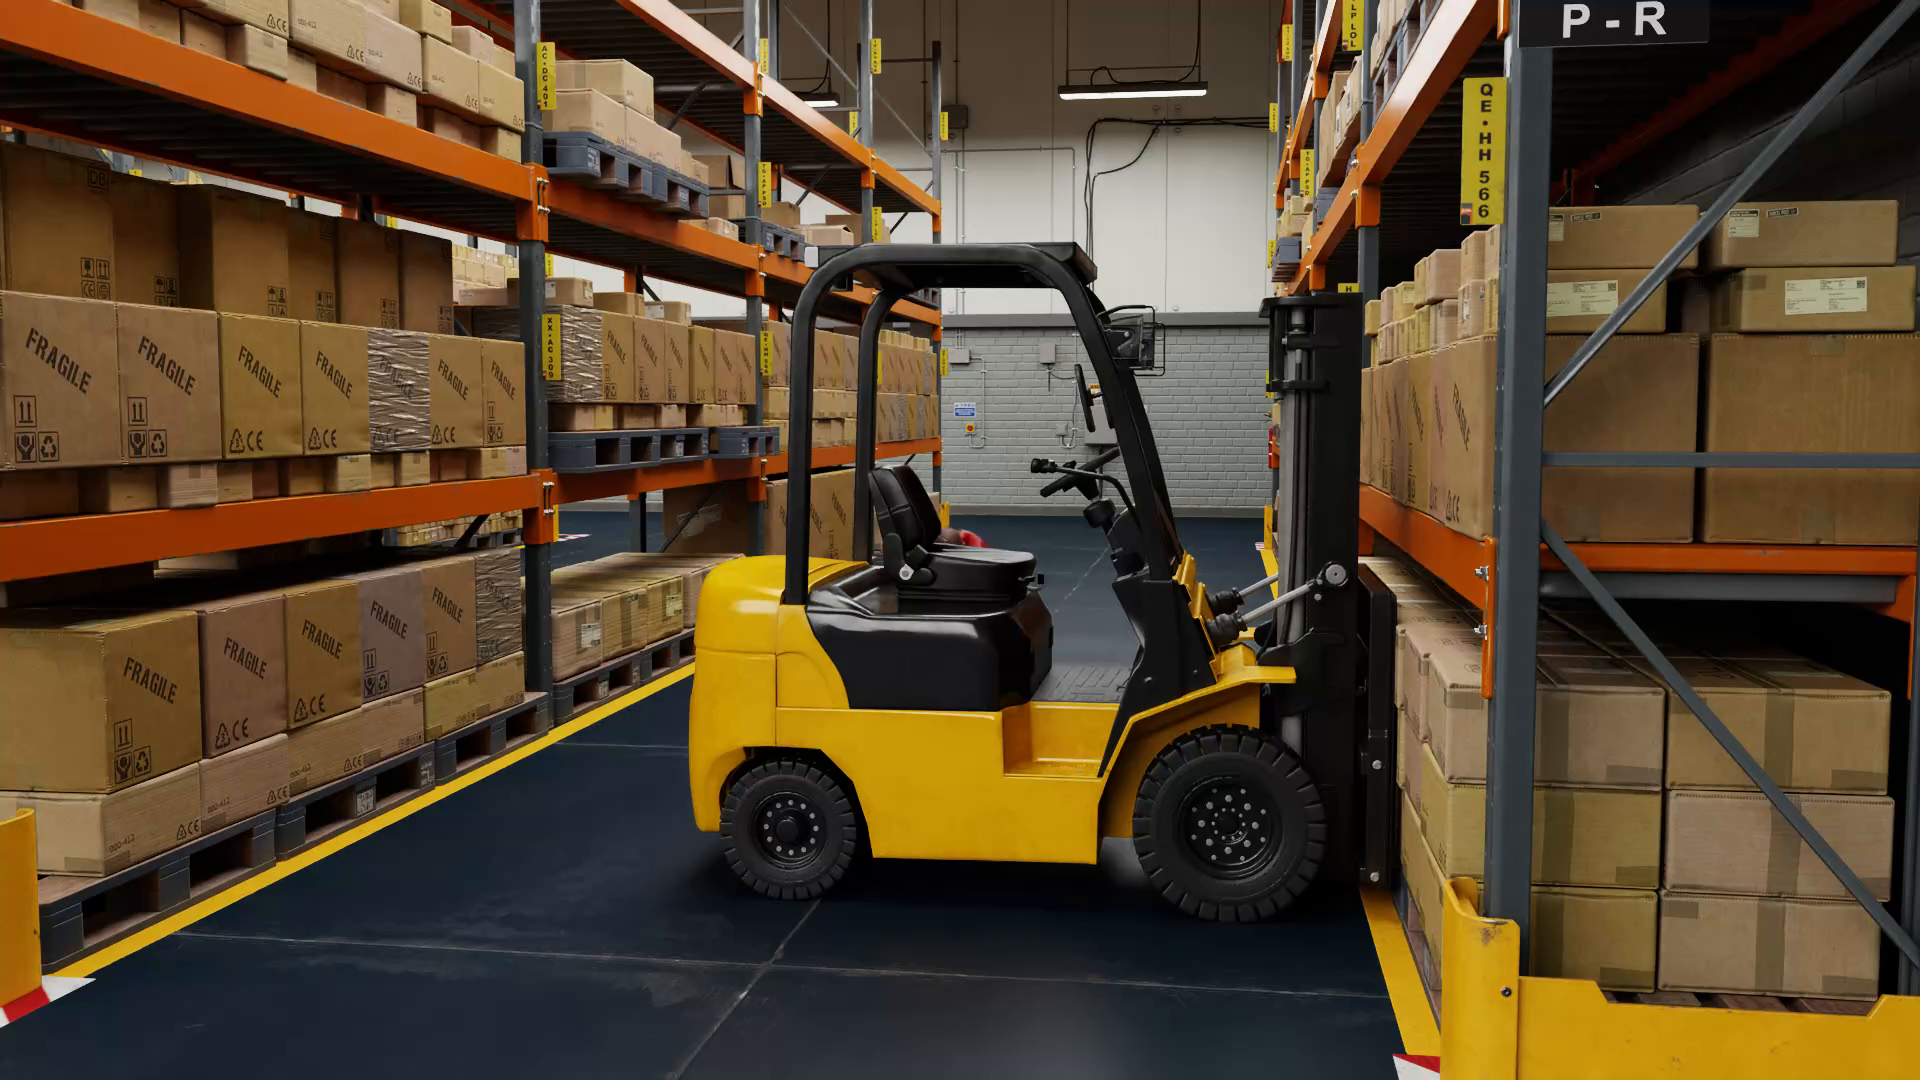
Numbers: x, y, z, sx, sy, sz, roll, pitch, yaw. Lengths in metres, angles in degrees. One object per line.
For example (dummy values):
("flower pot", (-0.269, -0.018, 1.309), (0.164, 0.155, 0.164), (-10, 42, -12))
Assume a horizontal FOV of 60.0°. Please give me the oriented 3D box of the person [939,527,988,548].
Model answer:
("person", (-0.063, 0.392, 9.570), (0.528, 0.979, 0.924), (0, 4, 6))
